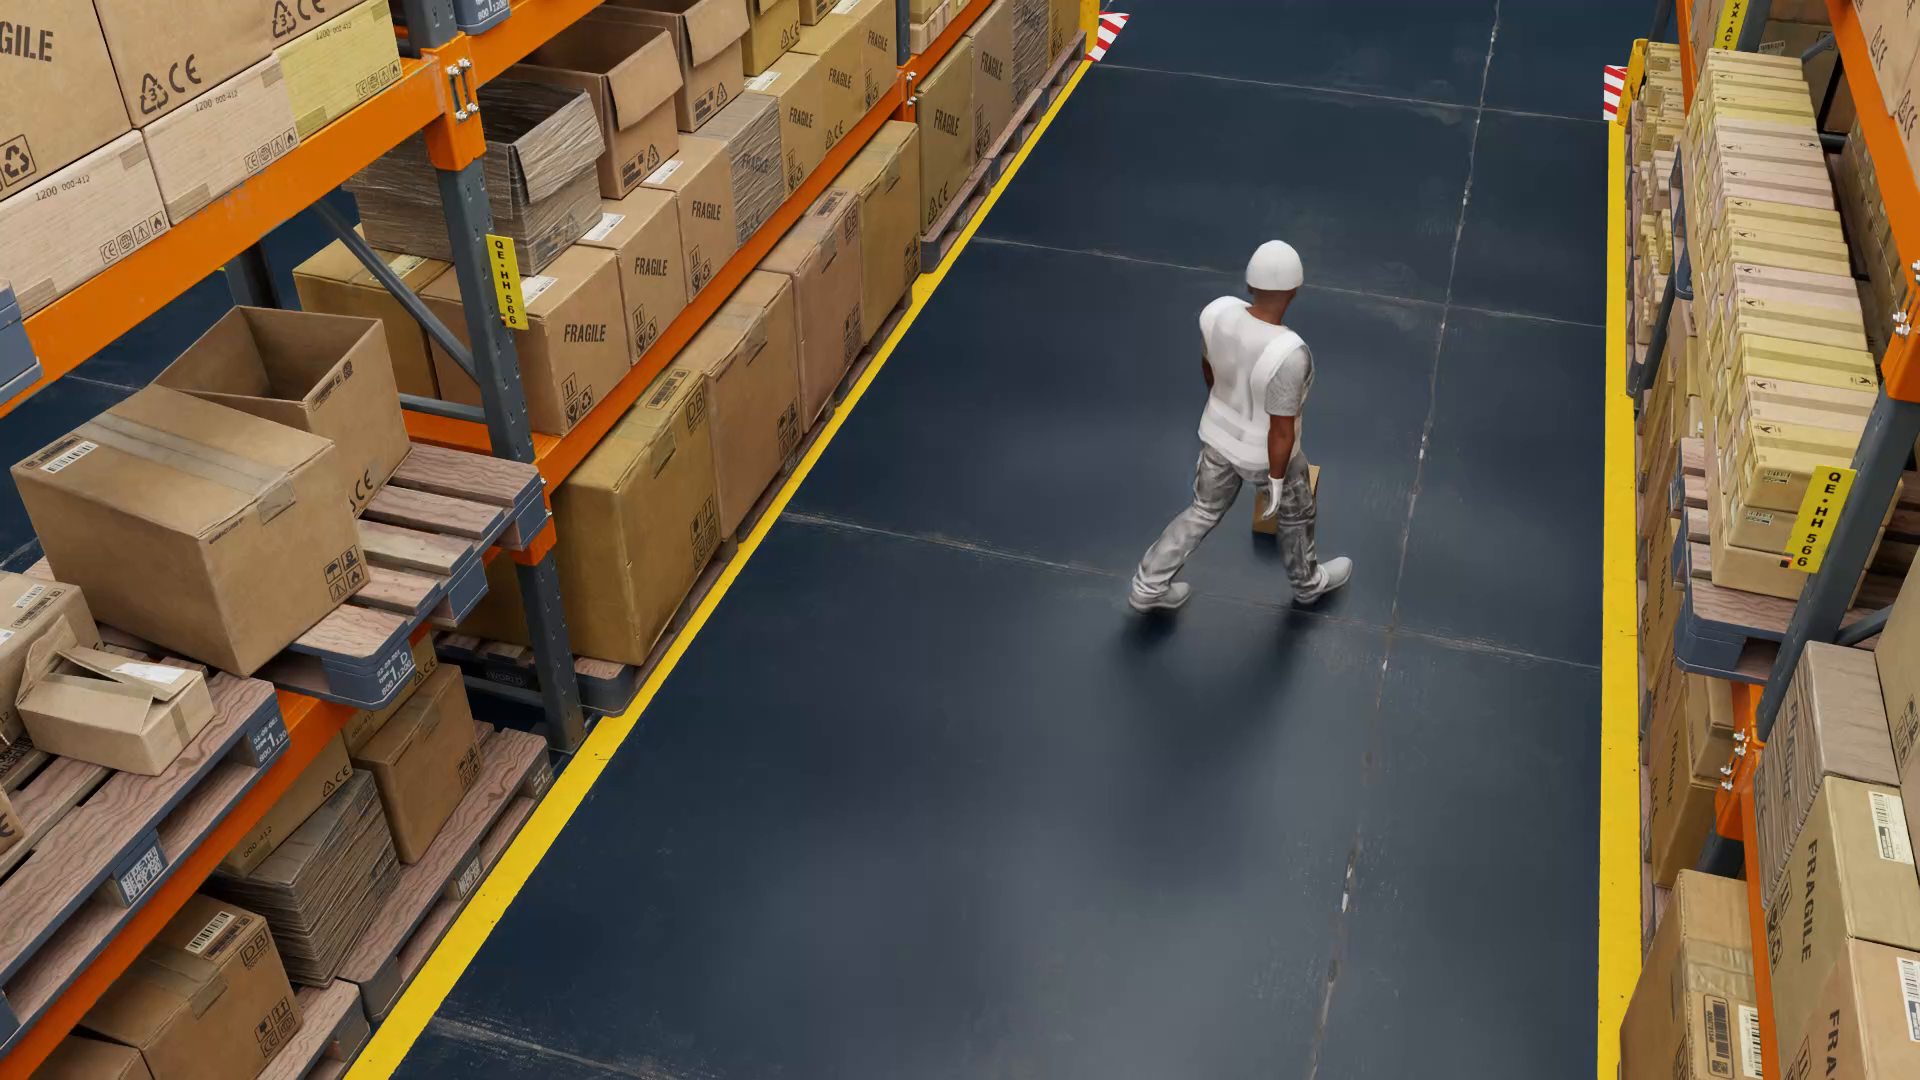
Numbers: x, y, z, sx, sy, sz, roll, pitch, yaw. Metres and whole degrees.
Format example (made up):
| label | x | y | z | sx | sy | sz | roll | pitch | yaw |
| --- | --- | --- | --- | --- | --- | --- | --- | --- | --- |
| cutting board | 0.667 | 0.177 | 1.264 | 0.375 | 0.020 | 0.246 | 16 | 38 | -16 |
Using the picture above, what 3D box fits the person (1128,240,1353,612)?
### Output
| label | x | y | z | sx | sy | sz | roll | pitch | yaw |
| --- | --- | --- | --- | --- | --- | --- | --- | --- | --- |
| person | 1.220 | -0.423 | 6.728 | 0.993 | 1.748 | 0.590 | -22 | 42 | -27 |
